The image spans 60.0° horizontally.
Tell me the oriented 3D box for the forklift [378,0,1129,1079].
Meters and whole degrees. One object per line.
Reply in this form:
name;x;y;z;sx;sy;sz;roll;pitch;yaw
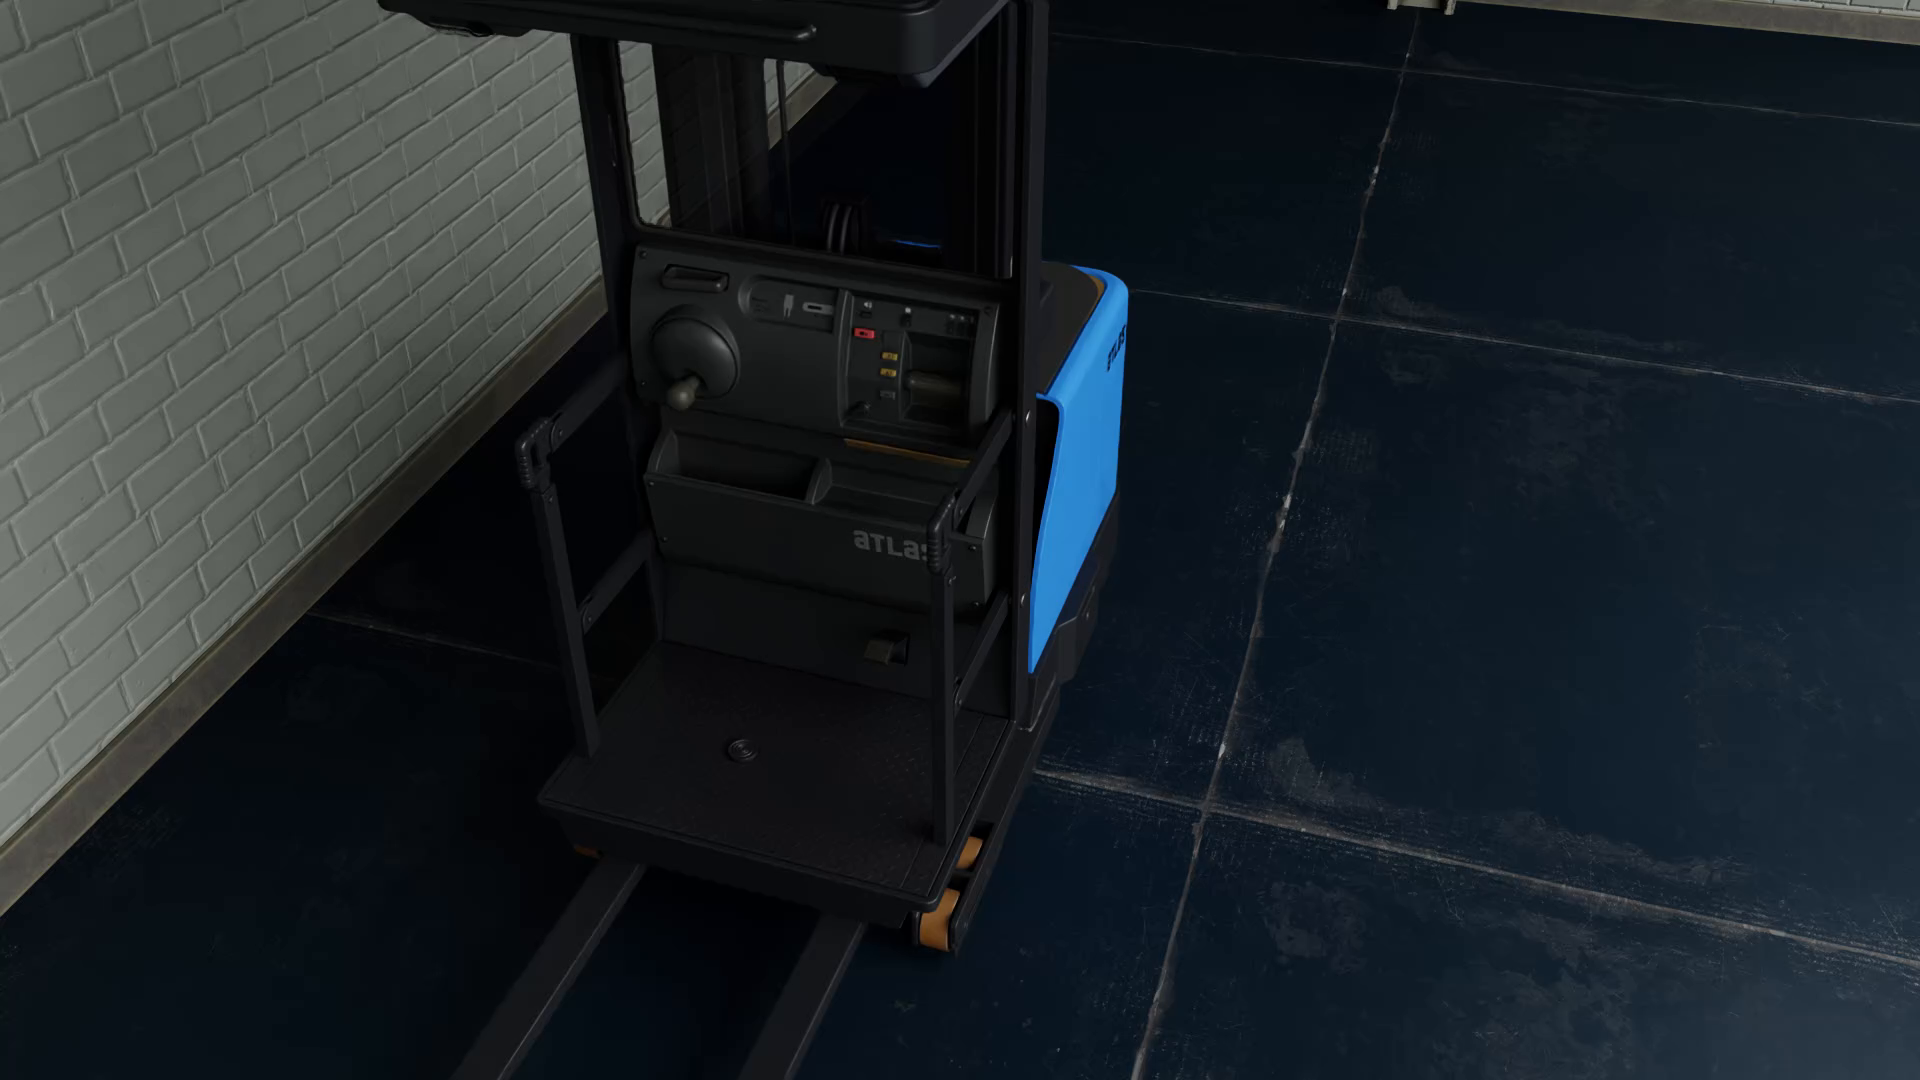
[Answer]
forklift;-0.426;-0.392;3.809;1.130;2.935;3.031;11;38;15
